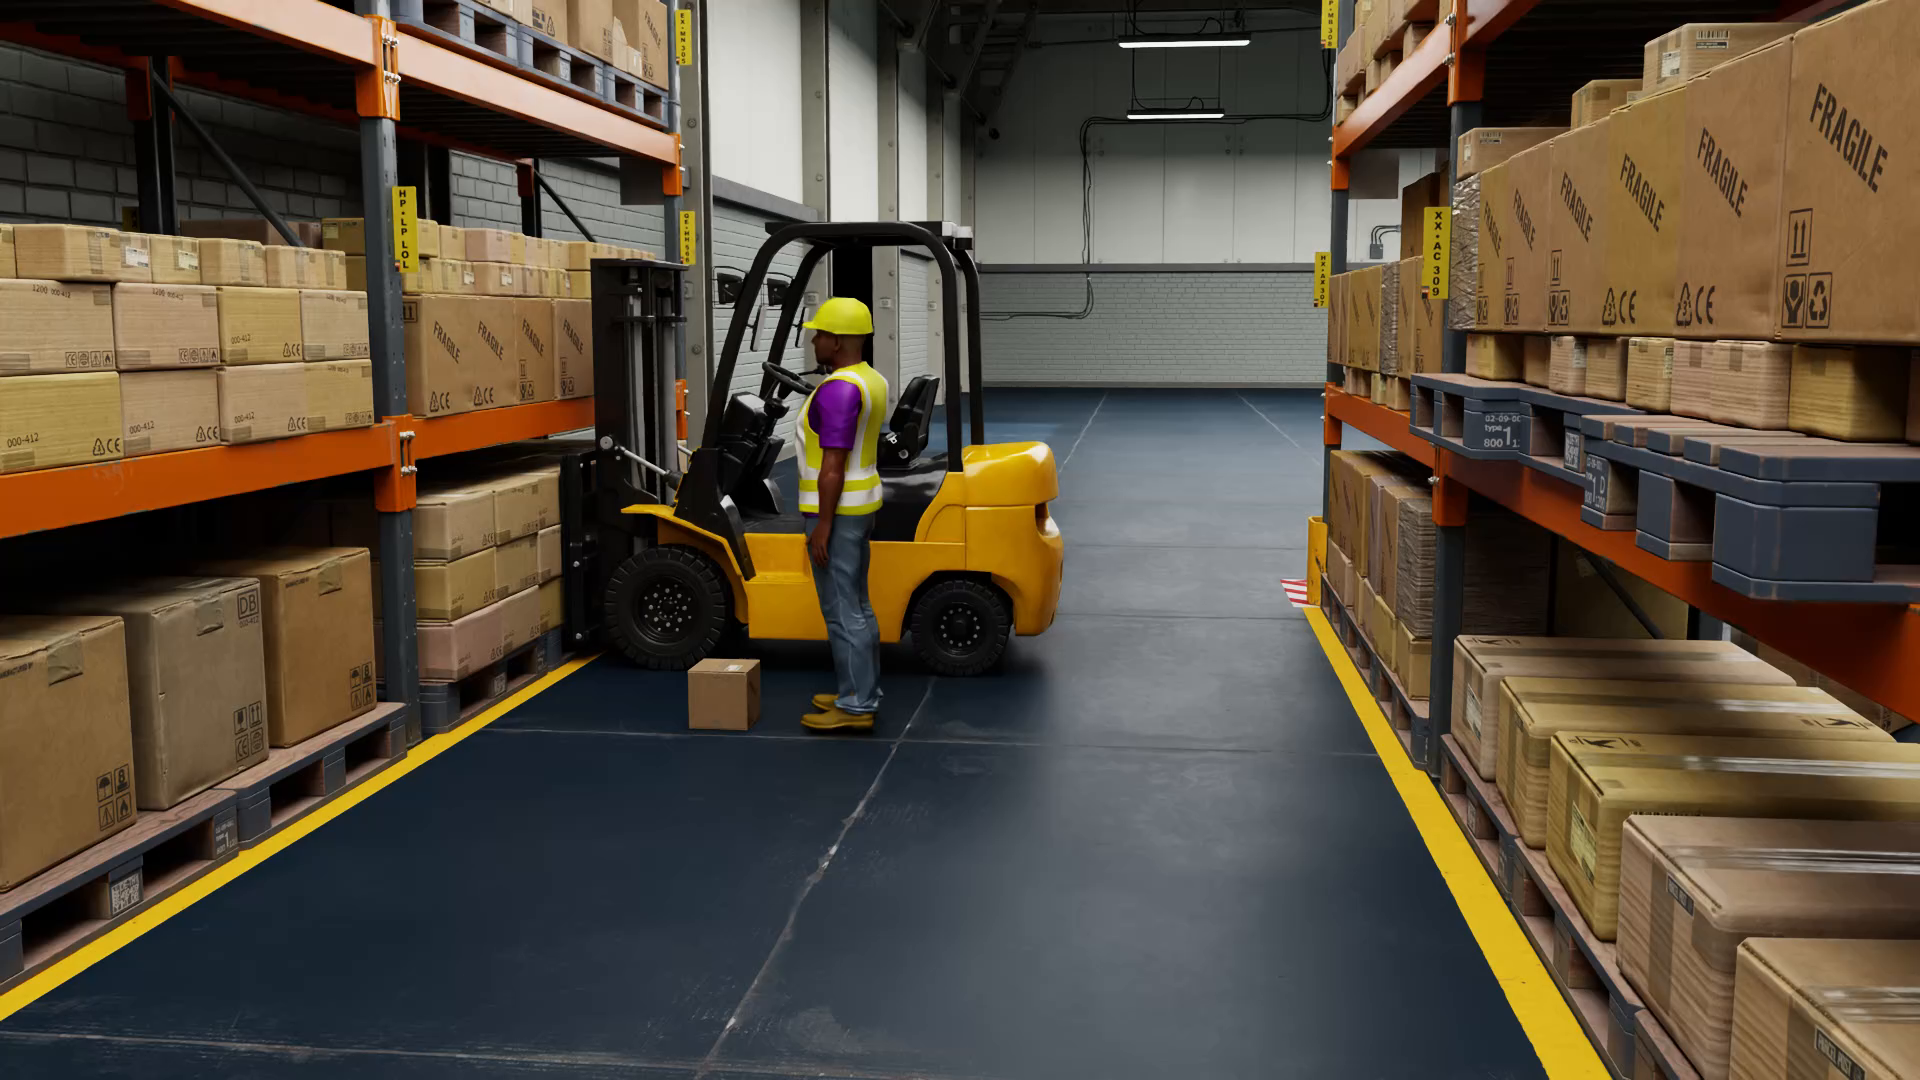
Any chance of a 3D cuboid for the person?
[{"bbox_3d":[-0.500,-0.109,6.877,0.364,1.770,0.576,2,8,12],"label":"person"}]
